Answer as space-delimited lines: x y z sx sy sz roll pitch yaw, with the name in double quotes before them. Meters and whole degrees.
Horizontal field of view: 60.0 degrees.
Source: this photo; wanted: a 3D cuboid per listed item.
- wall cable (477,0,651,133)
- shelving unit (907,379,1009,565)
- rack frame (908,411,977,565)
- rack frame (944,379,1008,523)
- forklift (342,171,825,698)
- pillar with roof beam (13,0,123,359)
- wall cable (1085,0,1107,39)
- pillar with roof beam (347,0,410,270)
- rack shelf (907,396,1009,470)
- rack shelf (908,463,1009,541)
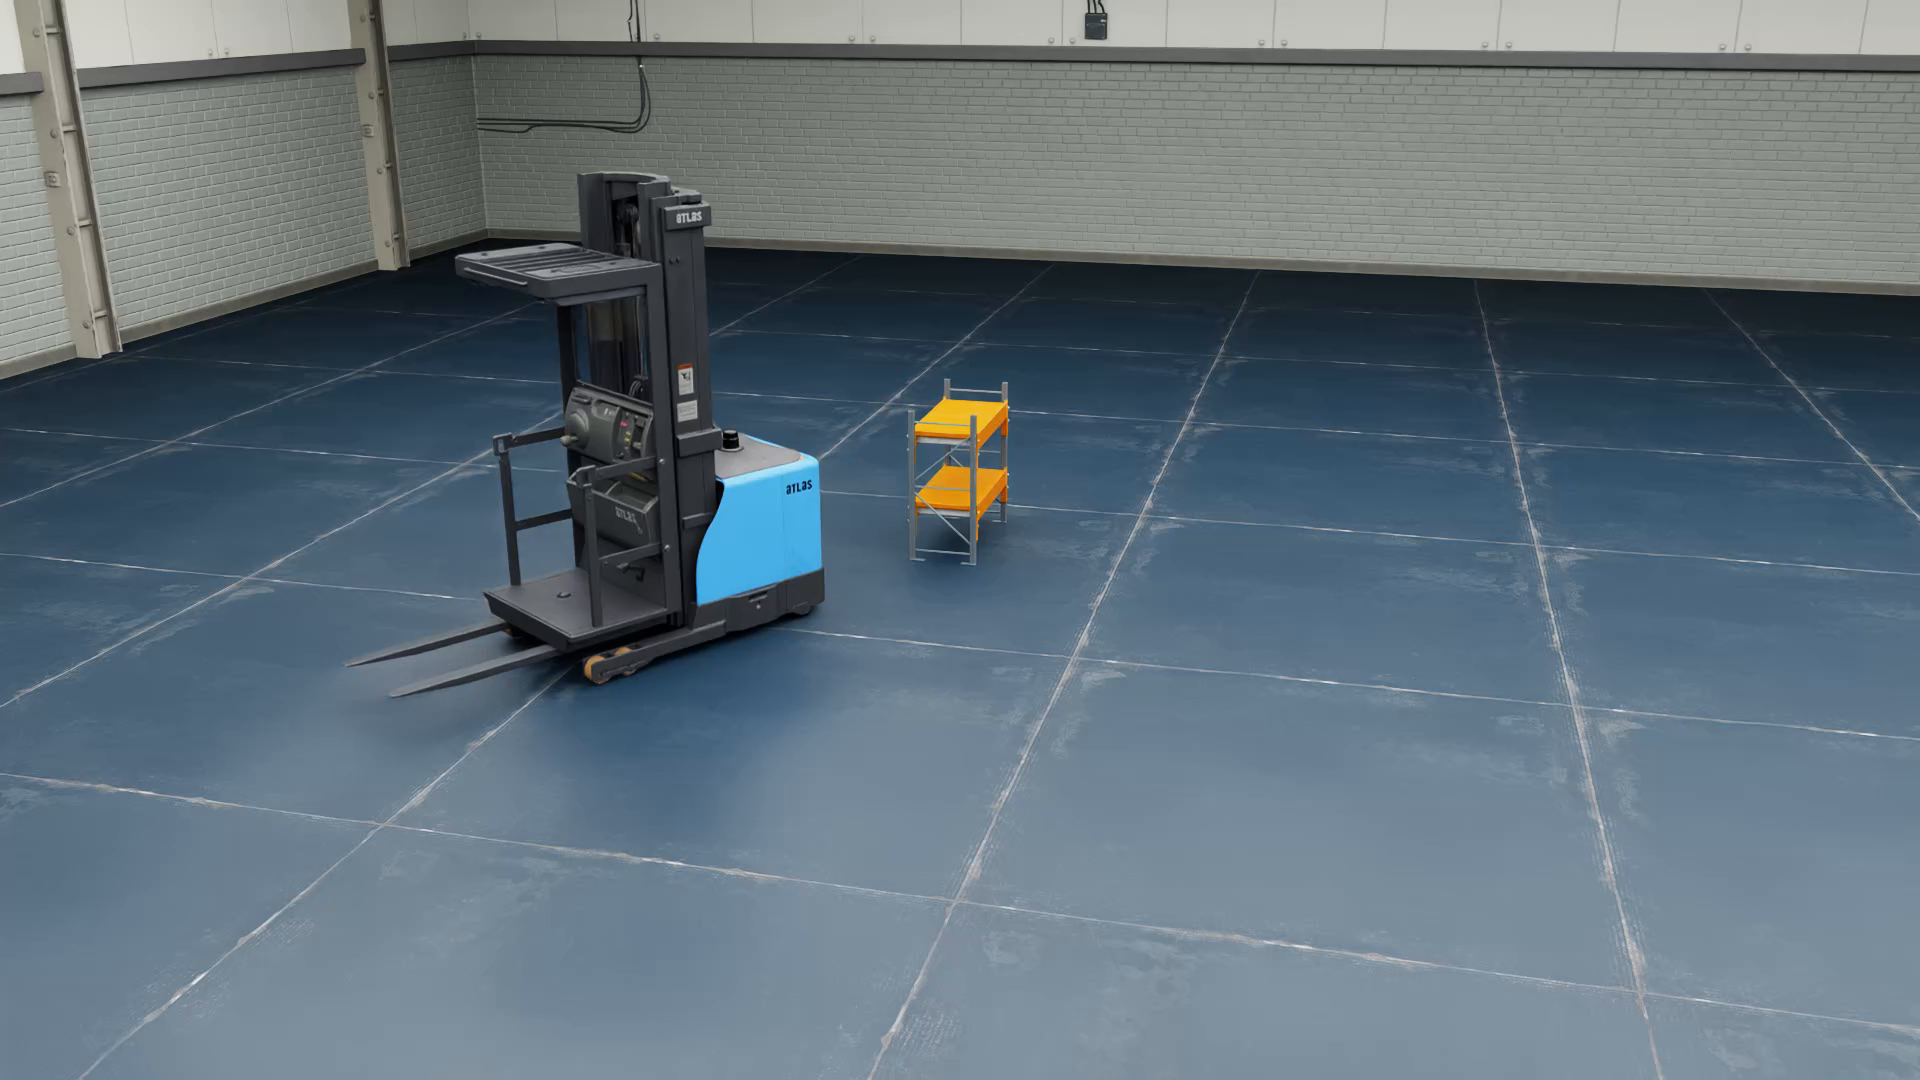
"wall cable" -6.296 -7.598 25.814 3.097 2.526 0.112 5 19 13
"shelving unit" -0.002 -0.530 12.500 0.538 1.125 1.048 5 19 13
"rack frame" -0.126 -0.371 12.033 0.500 1.125 0.032 5 19 13
"rack frame" 0.123 -0.690 12.966 0.500 1.125 0.032 5 19 13
"forklift" -2.335 -0.701 10.205 3.031 2.935 1.130 -17 25 -40
"pillar with roof beam" -5.589 -6.028 16.413 9.100 9.000 0.400 5 19 13
"wall cable" 2.906 -9.922 22.552 2.305 6.003 0.169 5 19 13
"pillar with roof beam" -4.123 -7.908 21.919 9.100 9.000 0.400 5 19 13
"rack shelf" -0.002 -0.807 12.405 0.538 0.278 1.000 5 19 13
"rack shelf" -0.002 -0.299 12.579 0.538 0.278 1.000 5 19 13
